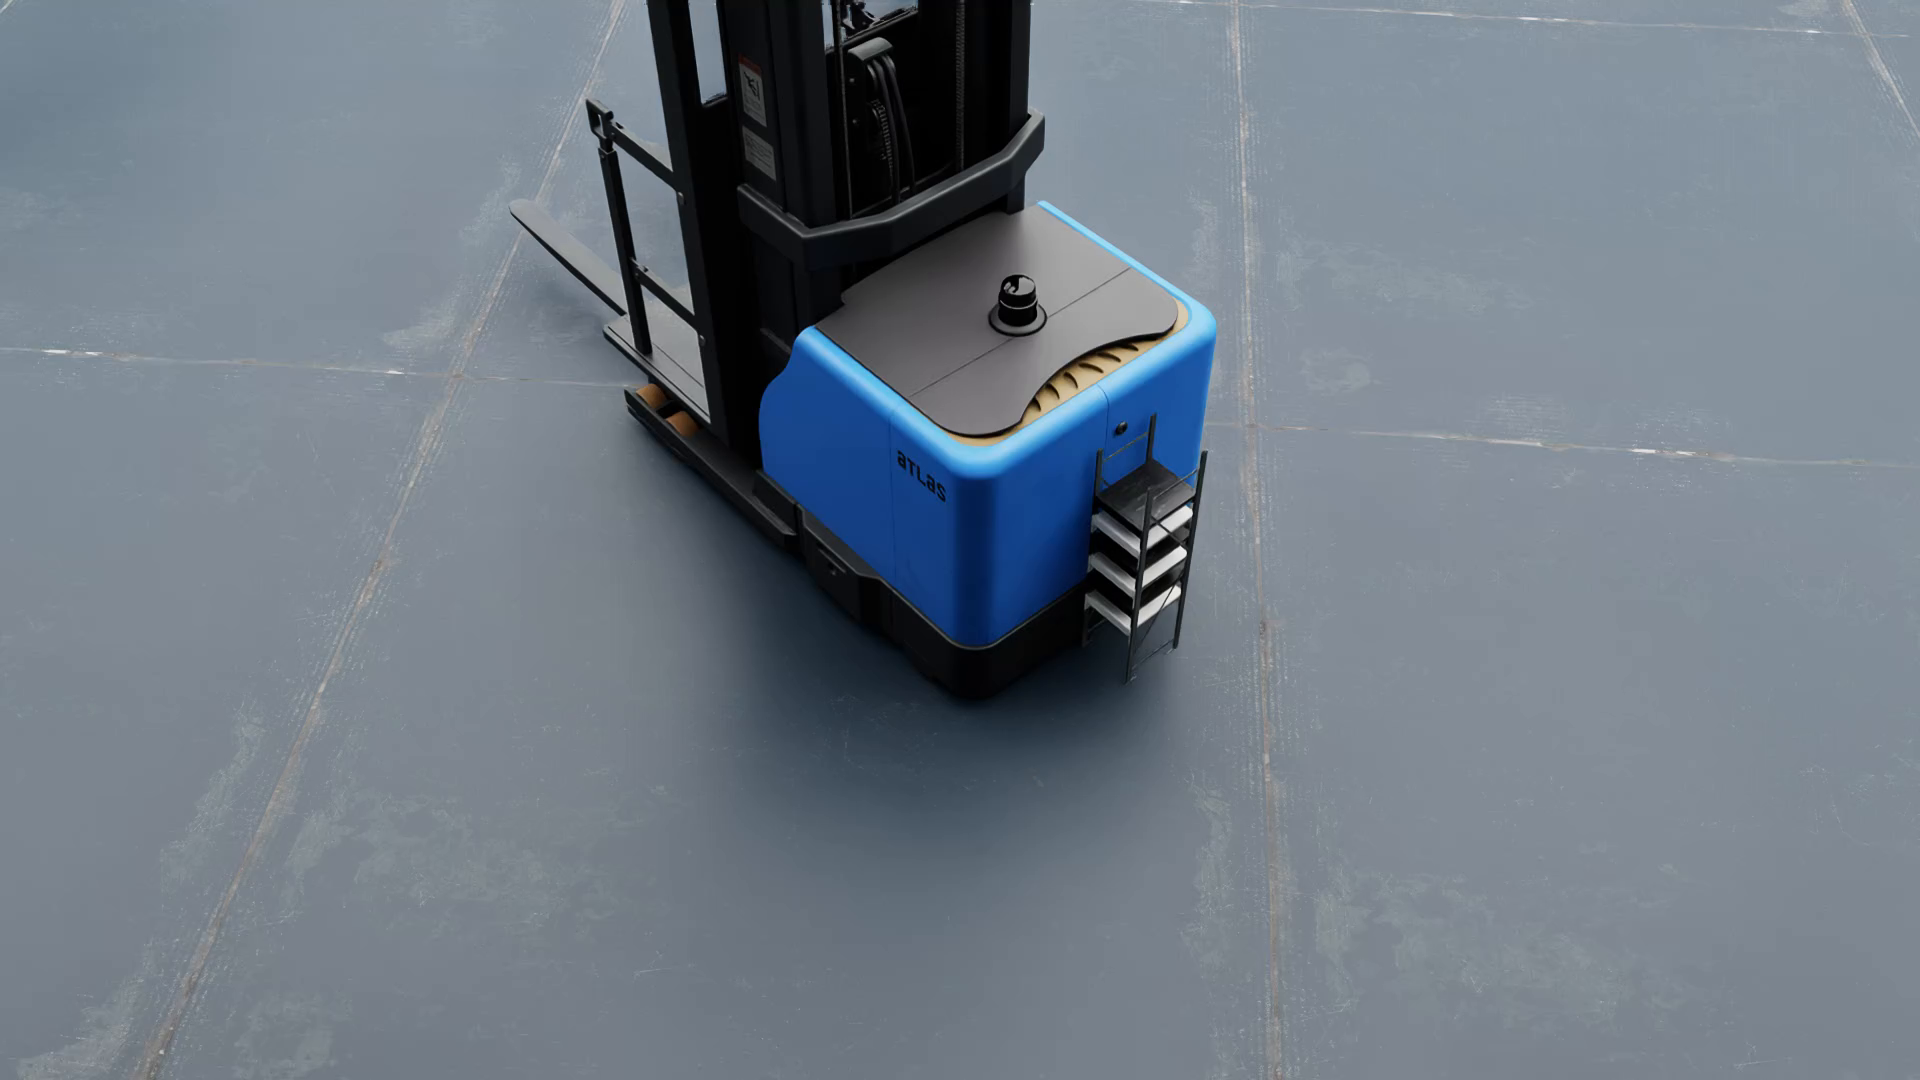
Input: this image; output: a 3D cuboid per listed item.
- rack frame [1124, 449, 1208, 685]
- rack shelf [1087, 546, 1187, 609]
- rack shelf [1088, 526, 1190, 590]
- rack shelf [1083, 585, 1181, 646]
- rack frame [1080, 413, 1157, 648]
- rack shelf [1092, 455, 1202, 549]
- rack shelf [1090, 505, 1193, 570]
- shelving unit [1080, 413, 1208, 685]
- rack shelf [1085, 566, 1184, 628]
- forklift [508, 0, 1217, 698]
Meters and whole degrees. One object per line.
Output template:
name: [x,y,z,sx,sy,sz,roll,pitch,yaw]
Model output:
rack frame: [0.619,0.103,5.046,0.240,0.900,0.006,-33,55,-26]
rack shelf: [0.552,0.069,5.122,0.258,0.077,0.200,-33,55,-26]
rack shelf: [0.552,0.008,5.056,0.258,0.077,0.200,-33,55,-26]
rack shelf: [0.552,0.190,5.255,0.258,0.077,0.200,-33,55,-26]
rack frame: [0.485,-0.010,5.149,0.240,0.900,0.006,-33,55,-26]
rack shelf: [0.552,-0.113,4.923,0.258,0.077,0.200,-33,55,-26]
rack shelf: [0.552,-0.053,4.990,0.258,0.077,0.200,-33,55,-26]
shelving unit: [0.552,0.046,5.098,0.258,0.900,0.210,-33,55,-26]
rack shelf: [0.552,0.129,5.189,0.258,0.077,0.200,-33,55,-26]
forklift: [-0.568,-1.510,5.145,1.130,2.935,3.031,-33,55,-26]
